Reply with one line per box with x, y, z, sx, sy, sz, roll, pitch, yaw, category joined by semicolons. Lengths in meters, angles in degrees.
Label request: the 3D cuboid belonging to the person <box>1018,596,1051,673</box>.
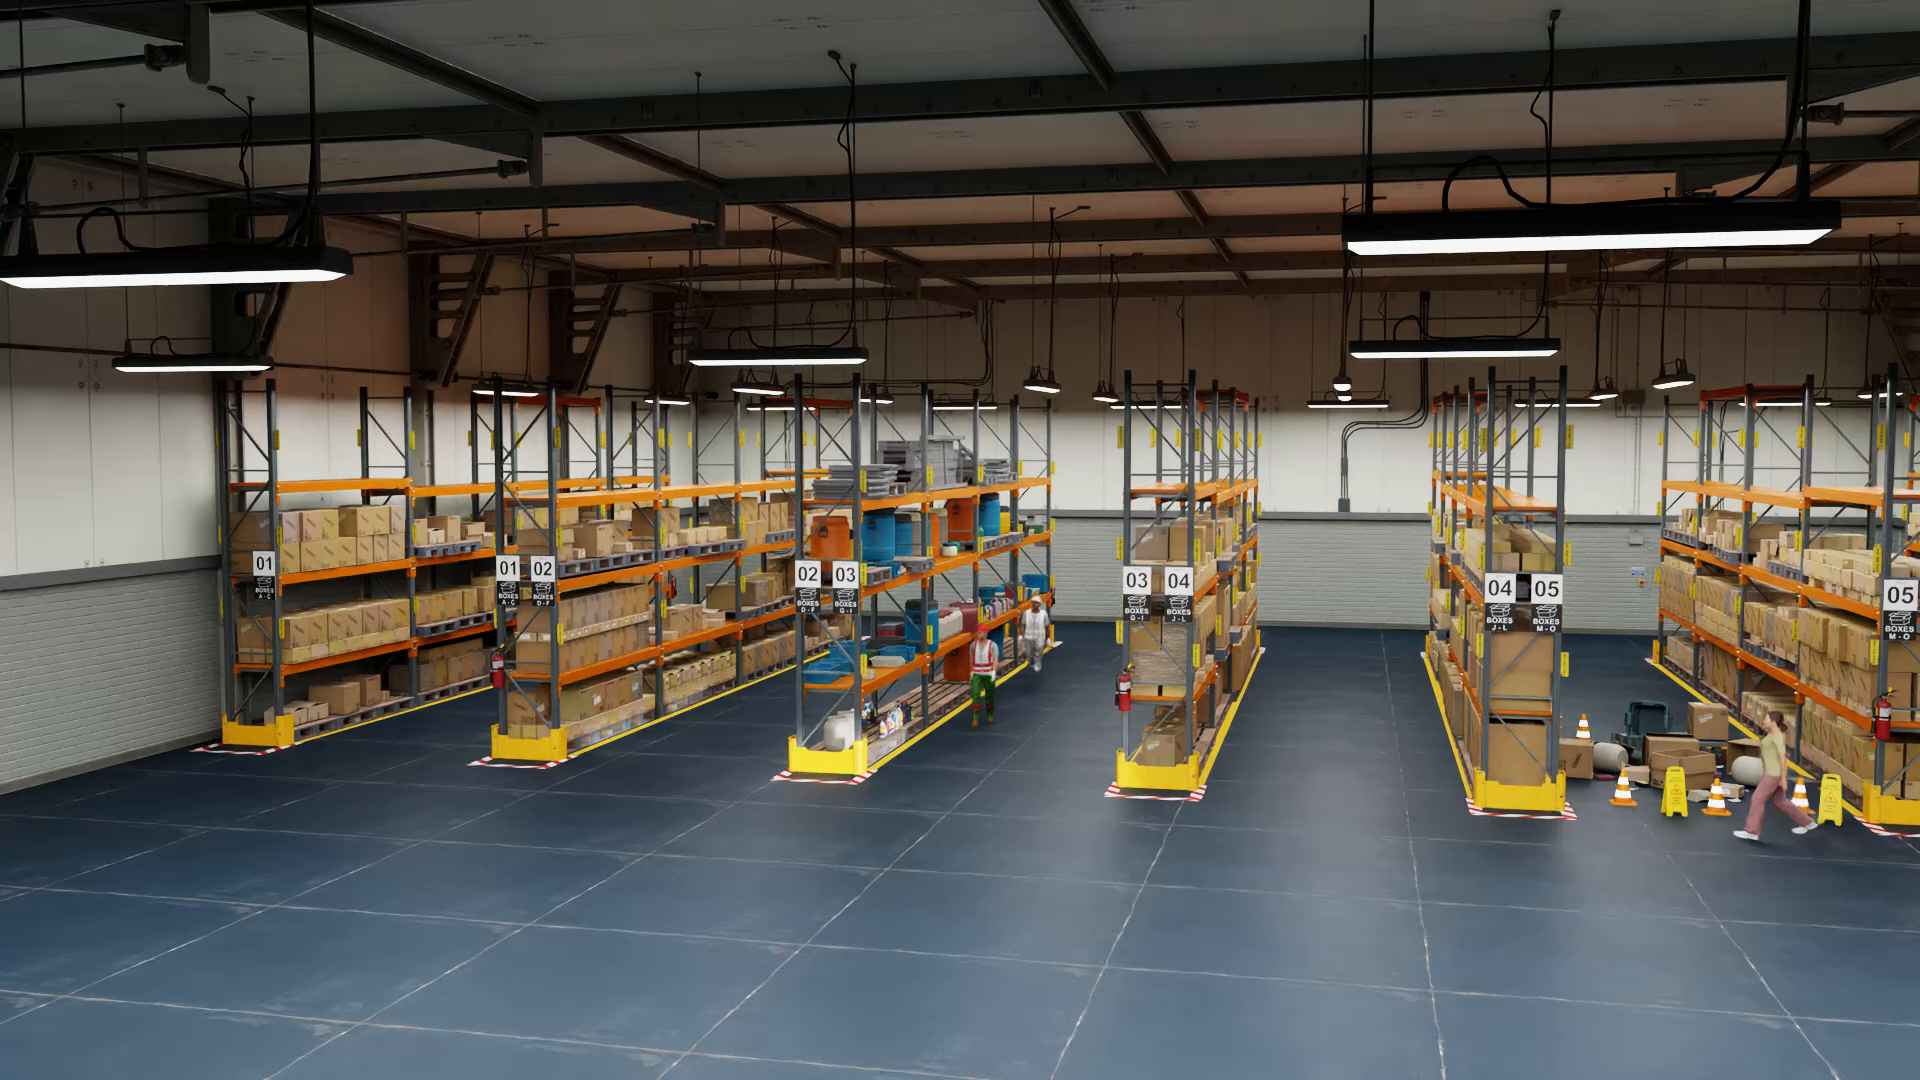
1.525;1.921;33.992;0.652;1.537;1.102;1;3;10;person

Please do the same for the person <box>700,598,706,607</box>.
-5.688;1.858;38.536;0.663;1.666;0.702;1;4;22;person

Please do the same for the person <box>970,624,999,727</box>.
0.395;2.356;29.021;0.553;1.750;0.955;1;4;13;person

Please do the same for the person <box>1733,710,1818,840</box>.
10.191;2.934;20.733;1.002;1.627;0.448;1;4;13;person
